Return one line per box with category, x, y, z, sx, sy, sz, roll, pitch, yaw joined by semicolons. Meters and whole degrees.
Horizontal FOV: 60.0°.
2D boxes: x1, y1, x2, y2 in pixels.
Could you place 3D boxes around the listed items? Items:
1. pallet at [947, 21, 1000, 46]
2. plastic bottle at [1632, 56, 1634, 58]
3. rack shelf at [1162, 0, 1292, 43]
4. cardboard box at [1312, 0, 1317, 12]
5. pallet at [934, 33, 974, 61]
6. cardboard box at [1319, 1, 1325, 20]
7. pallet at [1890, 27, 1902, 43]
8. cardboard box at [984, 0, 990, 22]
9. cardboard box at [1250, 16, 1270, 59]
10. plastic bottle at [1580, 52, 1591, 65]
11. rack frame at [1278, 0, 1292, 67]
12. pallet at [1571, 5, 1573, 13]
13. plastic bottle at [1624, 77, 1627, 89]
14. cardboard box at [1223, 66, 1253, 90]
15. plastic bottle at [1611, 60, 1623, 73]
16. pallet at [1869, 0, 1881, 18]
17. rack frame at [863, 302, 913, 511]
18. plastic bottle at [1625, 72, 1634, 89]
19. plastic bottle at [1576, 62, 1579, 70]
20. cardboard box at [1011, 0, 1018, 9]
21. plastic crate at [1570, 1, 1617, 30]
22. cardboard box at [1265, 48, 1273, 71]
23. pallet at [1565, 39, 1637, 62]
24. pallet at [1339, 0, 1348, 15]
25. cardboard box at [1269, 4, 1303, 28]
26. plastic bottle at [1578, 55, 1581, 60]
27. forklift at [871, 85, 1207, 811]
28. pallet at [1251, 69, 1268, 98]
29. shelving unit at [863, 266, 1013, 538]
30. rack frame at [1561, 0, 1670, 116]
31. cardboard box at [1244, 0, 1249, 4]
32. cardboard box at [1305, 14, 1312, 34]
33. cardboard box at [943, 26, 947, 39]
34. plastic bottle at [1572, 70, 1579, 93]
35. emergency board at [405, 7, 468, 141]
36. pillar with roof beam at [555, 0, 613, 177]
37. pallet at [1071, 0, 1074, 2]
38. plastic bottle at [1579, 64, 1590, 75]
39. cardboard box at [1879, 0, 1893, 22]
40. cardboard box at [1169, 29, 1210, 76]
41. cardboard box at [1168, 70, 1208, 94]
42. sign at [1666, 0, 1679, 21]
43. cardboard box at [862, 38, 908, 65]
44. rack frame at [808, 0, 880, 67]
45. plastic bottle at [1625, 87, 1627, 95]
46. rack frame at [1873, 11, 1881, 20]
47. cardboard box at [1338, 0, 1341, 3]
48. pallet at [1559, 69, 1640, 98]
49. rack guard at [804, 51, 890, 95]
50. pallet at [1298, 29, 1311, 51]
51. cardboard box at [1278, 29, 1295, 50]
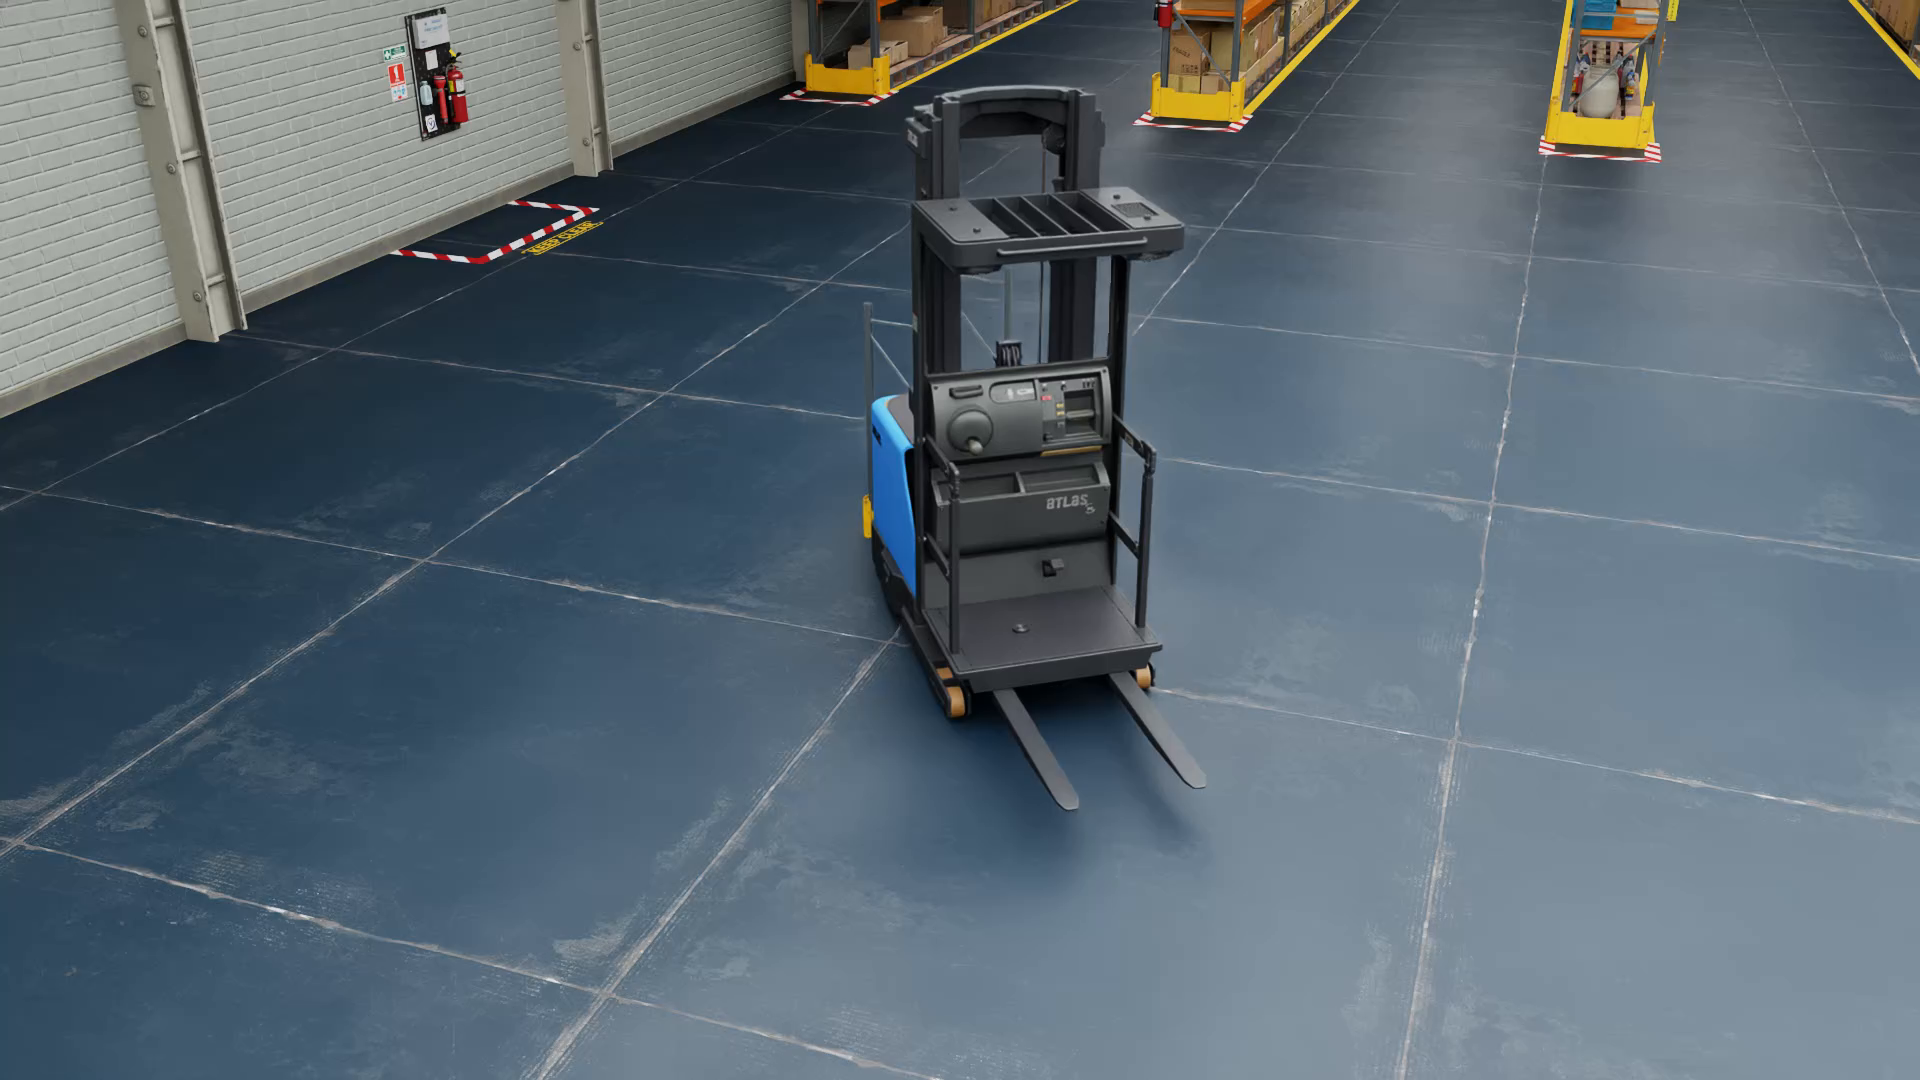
pallet;-0.002;-8.294;27.137;1.003;0.211;1.213;9;27;17
plastic bottle;9.234;-6.522;22.890;0.061;0.283;0.133;10;28;20
rack shelf;3.748;-7.366;22.847;1.077;0.370;4.000;9;27;17
cardboard box;5.465;-8.687;26.779;0.500;0.311;0.500;9;27;17
pallet;-0.450;-7.692;25.895;1.003;0.211;1.213;9;27;17
cardboard box;5.799;-8.855;27.771;0.500;0.250;0.500;9;27;19
pallet;15.826;-8.275;27.099;1.003;0.211;1.213;9;27;17
cardboard box;0.094;-8.826;27.400;0.700;0.500;0.500;8;27;16
cardboard box;3.972;-6.961;22.998;0.500;0.500;0.500;9;27;17
plastic bottle;8.559;-6.505;22.778;0.144;0.351;0.185;9;27;17
rack frame;4.413;-8.512;24.388;1.000;3.000;0.127;9;27;17
pallet;11.045;-9.010;28.617;1.003;0.211;1.213;9;27;17
plastic bottle;8.898;-6.094;22.100;0.097;0.201;0.097;0;26;0
cardboard box;3.633;-6.213;22.314;0.500;0.250;0.500;9;27;17
plastic bottle;8.929;-6.390;22.626;0.152;0.276;0.135;9;27;17
pallet;16.743;-9.407;29.437;1.003;0.211;1.213;9;27;17
rack frame;-0.328;-0.656;9.885;0.500;1.500;0.032;11;28;22
plastic bottle;8.796;-6.000;21.826;0.097;0.271;0.097;0;26;0
plastic bottle;8.219;-6.274;22.300;0.144;0.351;0.185;9;27;17
cardboard box;0.600;-9.447;28.683;0.700;0.500;0.500;9;27;17
plastic crate;7.636;-6.330;20.053;0.499;0.251;0.616;9;27;17
cardboard box;4.137;-6.829;23.586;0.500;0.250;0.500;9;27;17
pallet;9.712;-7.368;25.226;1.003;0.211;1.213;9;27;17
pallet;6.436;-9.701;30.045;1.003;0.211;1.213;9;27;17
cardboard box;4.957;-8.054;25.472;0.500;0.311;0.500;8;27;17
plastic bottle;8.482;-6.560;22.977;0.152;0.276;0.135;10;27;19
forklift;0.373;-0.608;8.143;1.130;2.935;3.031;-7;27;-14
pallet;3.705;-6.433;23.294;1.003;0.211;1.213;9;27;17
shelving unit;-0.113;-0.862;10.308;0.587;1.500;1.083;11;28;22
rack frame;7.752;-6.148;19.506;1.000;3.000;0.127;9;27;17
cardboard box;3.420;-7.319;21.810;0.700;0.500;0.500;9;27;19
cardboard box;5.292;-8.225;26.469;0.500;0.250;0.500;9;27;18
cardboard box;-0.409;-7.927;25.927;0.380;0.166;0.250;5;26;11
plastic bottle;8.059;-6.038;21.899;0.152;0.276;0.135;9;27;18
emergency board;-5.028;-4.522;16.148;0.194;1.169;0.643;9;27;17
pillar with roof beam;-0.110;-7.608;15.637;9.100;9.000;0.400;9;27;17
pallet;1.813;-10.430;31.549;1.003;0.211;1.213;9;27;17
plastic bottle;8.367;-6.229;22.294;0.152;0.276;0.135;9;27;17
cardboard box;15.925;-8.961;27.271;1.225;0.875;0.875;8;27;16
cardboard box;2.980;-6.420;21.881;0.500;0.500;0.500;9;27;17
cardboard box;2.982;-6.083;22.044;0.500;0.250;0.500;9;27;17
sign;8.269;-6.191;19.277;0.100;0.325;0.005;9;27;17
cardboard box;-1.086;-7.078;24.007;0.500;0.311;0.500;11;28;22
rack frame;-1.591;-7.585;22.473;1.000;3.000;0.127;9;27;17
plastic bottle;8.684;-5.829;21.553;0.097;0.201;0.097;0;26;0
rack frame;16.416;-10.361;28.207;1.000;3.000;0.127;9;27;17
cardboard box;6.506;-9.795;29.402;0.500;0.500;0.500;8;27;17
pallet;8.820;-6.267;22.951;1.003;0.211;1.213;9;27;17
rack guard;-1.565;-6.491;23.082;1.175;0.500;0.348;9;27;17
pallet;5.026;-8.068;26.671;1.003;0.211;1.213;9;27;17
cardboard box;4.781;-7.593;25.163;0.500;0.250;0.500;8;27;16
